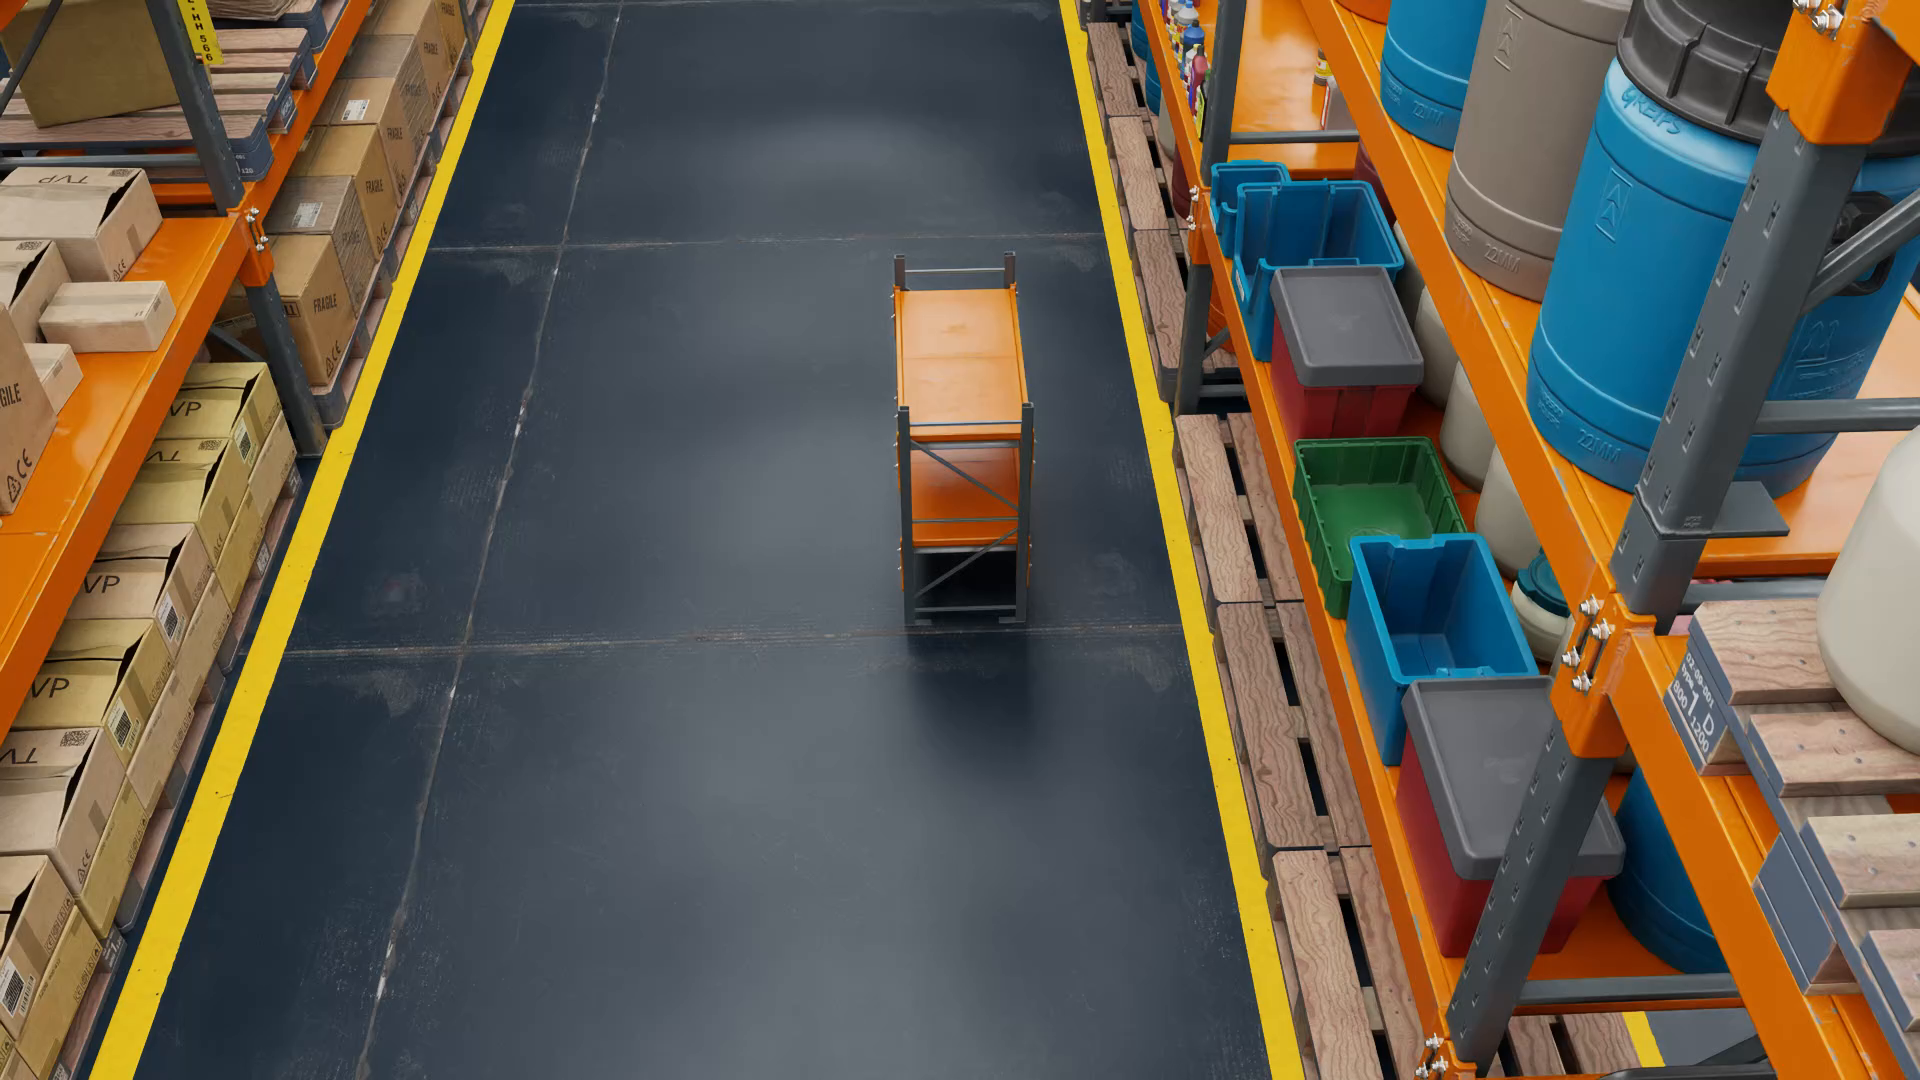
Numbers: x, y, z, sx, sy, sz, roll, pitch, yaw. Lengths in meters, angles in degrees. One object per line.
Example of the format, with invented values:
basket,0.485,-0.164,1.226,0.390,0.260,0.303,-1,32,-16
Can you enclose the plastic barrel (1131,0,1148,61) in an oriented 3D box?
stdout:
plastic barrel,1.344,-3.365,9.943,0.600,0.901,0.708,-2,43,-2

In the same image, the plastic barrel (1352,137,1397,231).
plastic barrel,1.830,-1.397,6.453,0.600,0.536,0.708,-2,43,-2

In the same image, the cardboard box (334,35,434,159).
cardboard box,-3.271,-2.455,9.233,0.500,0.500,0.500,-1,43,-1

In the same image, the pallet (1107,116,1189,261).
pallet,1.383,-1.976,9.249,1.003,0.211,1.213,-2,43,-2

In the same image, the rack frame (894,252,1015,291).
rack frame,-0.022,-0.762,7.249,0.500,1.125,0.032,-2,43,-2

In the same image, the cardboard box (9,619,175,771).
cardboard box,-3.107,0.517,5.775,0.500,0.311,0.500,-1,43,-1

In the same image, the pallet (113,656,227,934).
pallet,-3.397,0.895,6.117,1.003,0.211,1.213,-2,43,-2

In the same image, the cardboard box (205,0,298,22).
cardboard box,-3.429,-2.748,7.643,0.700,0.500,0.500,6,43,6

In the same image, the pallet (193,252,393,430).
pallet,-3.436,-0.989,8.172,1.003,0.211,1.213,-2,43,-2

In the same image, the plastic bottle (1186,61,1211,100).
plastic bottle,1.067,-2.073,7.439,0.097,0.201,0.097,0,43,0

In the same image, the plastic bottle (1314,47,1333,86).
plastic bottle,1.668,-2.176,7.551,0.097,0.201,0.097,0,43,0

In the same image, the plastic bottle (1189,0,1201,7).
plastic bottle,1.152,-2.770,8.138,0.061,0.283,0.133,-2,43,-2

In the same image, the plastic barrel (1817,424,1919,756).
plastic barrel,1.499,0.044,2.369,0.421,0.512,0.421,0,43,0

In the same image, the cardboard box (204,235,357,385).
cardboard box,-3.176,-1.068,7.719,0.500,0.500,0.500,0,43,0

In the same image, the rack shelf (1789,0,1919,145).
rack shelf,1.762,0.601,0.764,1.077,0.370,4.000,-2,43,-2

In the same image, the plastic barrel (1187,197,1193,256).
plastic barrel,1.356,-1.597,8.303,0.421,0.512,0.421,0,43,0

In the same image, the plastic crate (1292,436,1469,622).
plastic crate,1.321,-0.040,5.231,0.450,0.188,0.662,-2,43,-2

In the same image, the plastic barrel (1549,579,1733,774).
plastic barrel,1.856,0.347,4.551,0.433,0.535,0.433,0,43,0

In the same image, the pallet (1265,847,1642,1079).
pallet,1.605,1.548,5.405,1.003,0.211,1.213,-2,43,-2

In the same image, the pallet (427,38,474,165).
pallet,-3.539,-2.636,9.970,1.003,0.211,1.213,-2,43,-2

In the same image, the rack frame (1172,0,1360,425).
rack frame,1.507,-1.651,6.831,1.000,3.000,0.127,-2,43,-2

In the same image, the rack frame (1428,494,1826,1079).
rack frame,1.677,1.049,3.885,1.000,3.000,0.127,-2,43,-2

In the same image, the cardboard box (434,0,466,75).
cardboard box,-3.304,-3.128,9.967,0.500,0.500,0.500,-2,43,-2

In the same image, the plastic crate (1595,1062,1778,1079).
plastic crate,1.572,1.429,3.517,0.767,0.338,0.504,-2,43,-2

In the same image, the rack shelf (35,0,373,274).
rack shelf,-3.527,-2.597,8.395,1.077,0.370,4.000,-2,43,-2

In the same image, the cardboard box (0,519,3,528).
cardboard box,-3.332,-0.061,5.022,0.500,0.500,0.500,-2,43,-2

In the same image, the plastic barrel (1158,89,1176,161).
plastic barrel,1.308,-2.360,9.135,0.421,0.512,0.421,0,43,0

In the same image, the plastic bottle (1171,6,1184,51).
plastic bottle,1.047,-2.402,7.797,0.097,0.201,0.097,0,43,0

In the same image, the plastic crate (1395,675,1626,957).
plastic crate,1.351,0.708,4.211,0.402,0.464,0.583,-2,43,-2

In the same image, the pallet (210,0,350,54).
pallet,-3.529,-2.754,8.176,1.003,0.211,1.213,-2,43,-2

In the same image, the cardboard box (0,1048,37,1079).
cardboard box,-3.041,1.768,4.825,0.500,0.250,0.500,-3,43,-3

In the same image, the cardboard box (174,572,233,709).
cardboard box,-3.132,0.383,6.336,0.500,0.250,0.500,-1,43,-1

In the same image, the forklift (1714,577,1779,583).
forklift,3.358,-1.743,6.982,1.130,2.935,3.031,16,45,17

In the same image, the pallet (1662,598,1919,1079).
pallet,1.805,0.497,2.407,1.213,0.211,1.003,-2,43,-2

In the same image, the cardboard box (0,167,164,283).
cardboard box,-3.470,-1.232,6.440,0.500,0.311,0.500,1,43,1

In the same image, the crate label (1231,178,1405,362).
crate label,1.279,-0.986,6.079,0.502,0.435,0.616,-2,43,-2

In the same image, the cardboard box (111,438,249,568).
cardboard box,-3.145,-0.162,6.516,0.500,0.311,0.500,-2,43,-2

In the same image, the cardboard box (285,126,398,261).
cardboard box,-3.220,-1.760,8.474,0.500,0.500,0.500,-2,43,-2

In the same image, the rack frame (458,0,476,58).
rack frame,-3.612,-4.212,9.625,1.000,3.000,0.127,-2,43,-2

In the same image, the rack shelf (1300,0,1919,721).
rack shelf,1.592,-1.142,4.588,1.077,0.370,4.000,-2,43,-2

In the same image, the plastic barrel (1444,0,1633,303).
plastic barrel,1.411,-1.020,3.552,0.600,0.901,0.600,0,43,0

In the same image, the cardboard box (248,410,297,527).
cardboard box,-3.176,-0.305,7.086,0.500,0.250,0.500,-1,43,-1

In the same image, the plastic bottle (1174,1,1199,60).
plastic bottle,1.051,-2.362,7.702,0.097,0.271,0.097,0,43,0

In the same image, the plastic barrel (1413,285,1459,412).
plastic barrel,1.782,-0.720,5.732,0.421,0.512,0.421,0,43,0

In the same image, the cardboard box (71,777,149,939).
cardboard box,-3.087,1.073,5.583,0.500,0.250,0.500,-3,43,-3

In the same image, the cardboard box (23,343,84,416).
cardboard box,-3.331,-0.560,5.827,0.380,0.149,0.250,1,43,1

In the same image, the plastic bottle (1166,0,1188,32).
plastic bottle,1.039,-2.533,7.941,0.097,0.201,0.097,0,43,0

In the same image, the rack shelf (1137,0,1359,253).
rack shelf,1.422,-2.736,8.548,1.077,0.370,4.000,-2,43,-2

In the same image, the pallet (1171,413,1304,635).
pallet,1.501,-0.099,7.202,1.003,0.211,1.213,-2,43,-2

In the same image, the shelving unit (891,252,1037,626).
shelving unit,0.000,-0.419,6.875,0.538,1.125,1.048,-2,43,-2

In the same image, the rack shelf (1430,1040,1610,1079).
rack shelf,1.762,2.665,2.656,1.077,0.370,4.000,-2,43,-2

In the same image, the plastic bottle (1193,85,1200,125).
plastic bottle,1.077,-1.917,7.269,0.097,0.201,0.097,0,43,0

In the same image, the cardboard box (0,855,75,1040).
cardboard box,-3.057,1.217,5.012,0.500,0.311,0.500,-2,43,-2

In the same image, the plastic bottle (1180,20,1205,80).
plastic bottle,1.059,-2.230,7.558,0.097,0.271,0.097,0,43,0

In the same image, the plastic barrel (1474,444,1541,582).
plastic barrel,1.825,-0.148,5.091,0.433,0.535,0.433,0,43,0

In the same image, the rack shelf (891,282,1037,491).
rack shelf,0.000,-0.635,6.677,0.538,0.278,1.000,-2,43,-2

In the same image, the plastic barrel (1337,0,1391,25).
plastic barrel,1.353,-1.913,4.579,0.600,0.830,0.708,-2,43,-2
